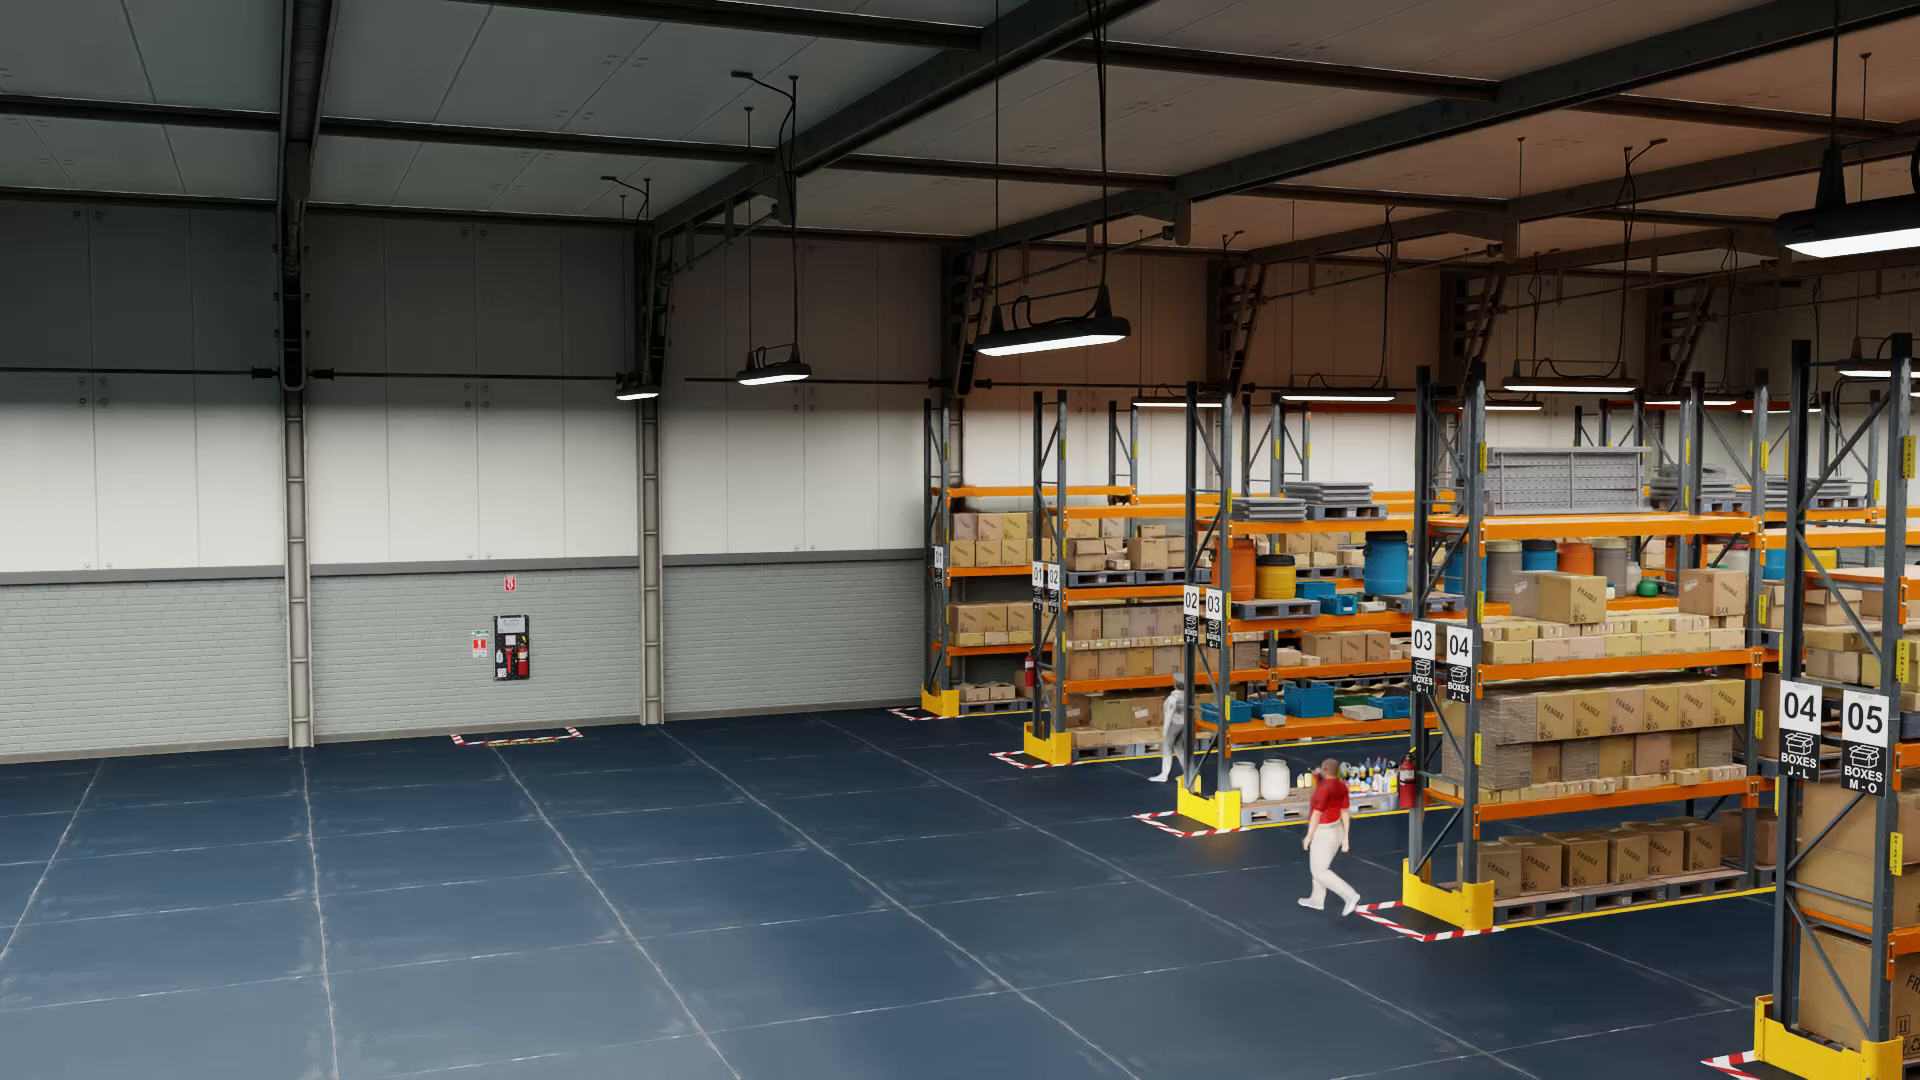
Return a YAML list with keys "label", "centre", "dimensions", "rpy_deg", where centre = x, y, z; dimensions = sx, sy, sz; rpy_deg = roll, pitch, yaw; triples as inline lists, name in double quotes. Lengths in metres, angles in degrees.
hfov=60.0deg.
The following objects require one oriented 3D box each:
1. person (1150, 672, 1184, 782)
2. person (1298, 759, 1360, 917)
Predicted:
- label: "person"
  centre: [3.237, 2.847, 25.375]
  dimensions: [0.589, 1.685, 0.529]
  rpy_deg: [2, 4, 25]
- label: "person"
  centre: [4.033, 3.236, 18.157]
  dimensions: [0.867, 1.704, 0.519]
  rpy_deg: [3, 4, 39]
